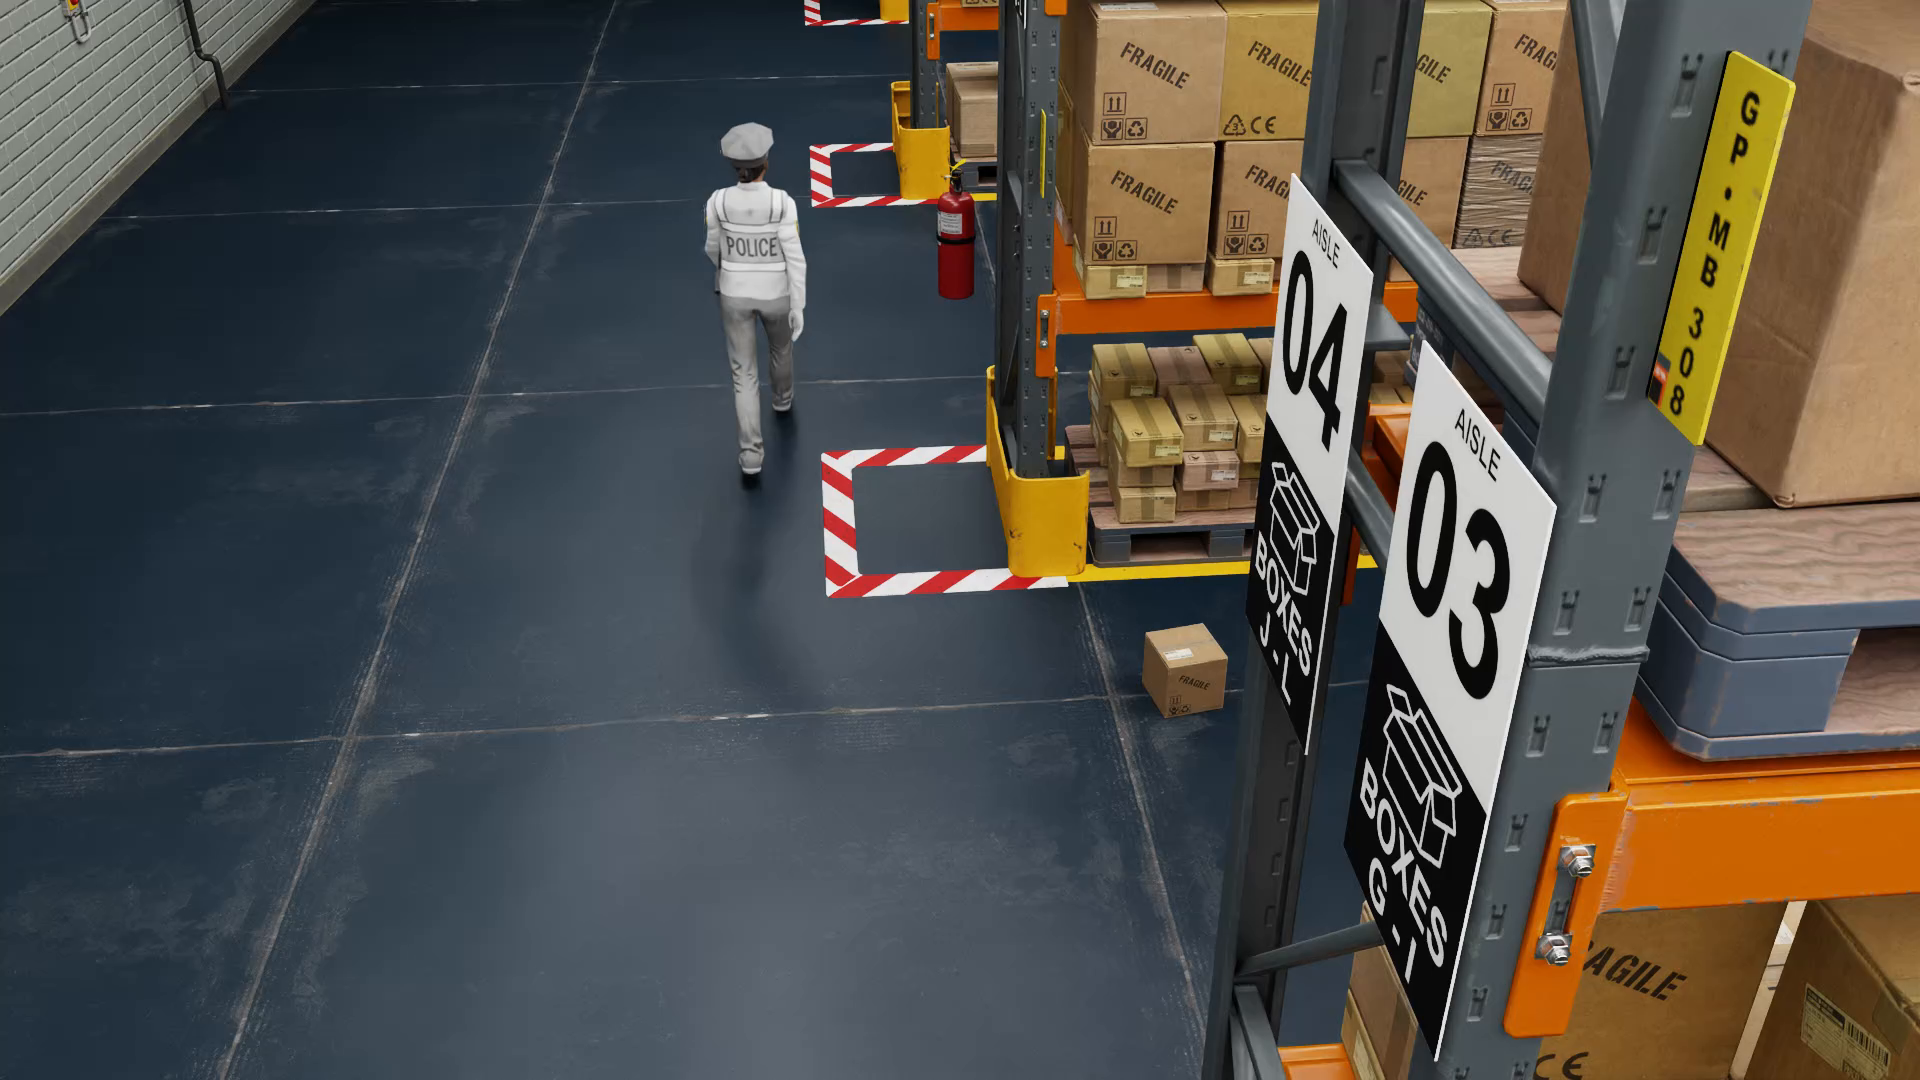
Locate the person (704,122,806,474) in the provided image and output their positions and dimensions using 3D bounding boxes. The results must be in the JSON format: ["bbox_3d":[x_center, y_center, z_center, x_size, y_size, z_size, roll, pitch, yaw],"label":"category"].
[{"bbox_3d":[-0.993,-1.240,8.133,0.479,1.615,1.036,-4,31,-6],"label":"person"}]
